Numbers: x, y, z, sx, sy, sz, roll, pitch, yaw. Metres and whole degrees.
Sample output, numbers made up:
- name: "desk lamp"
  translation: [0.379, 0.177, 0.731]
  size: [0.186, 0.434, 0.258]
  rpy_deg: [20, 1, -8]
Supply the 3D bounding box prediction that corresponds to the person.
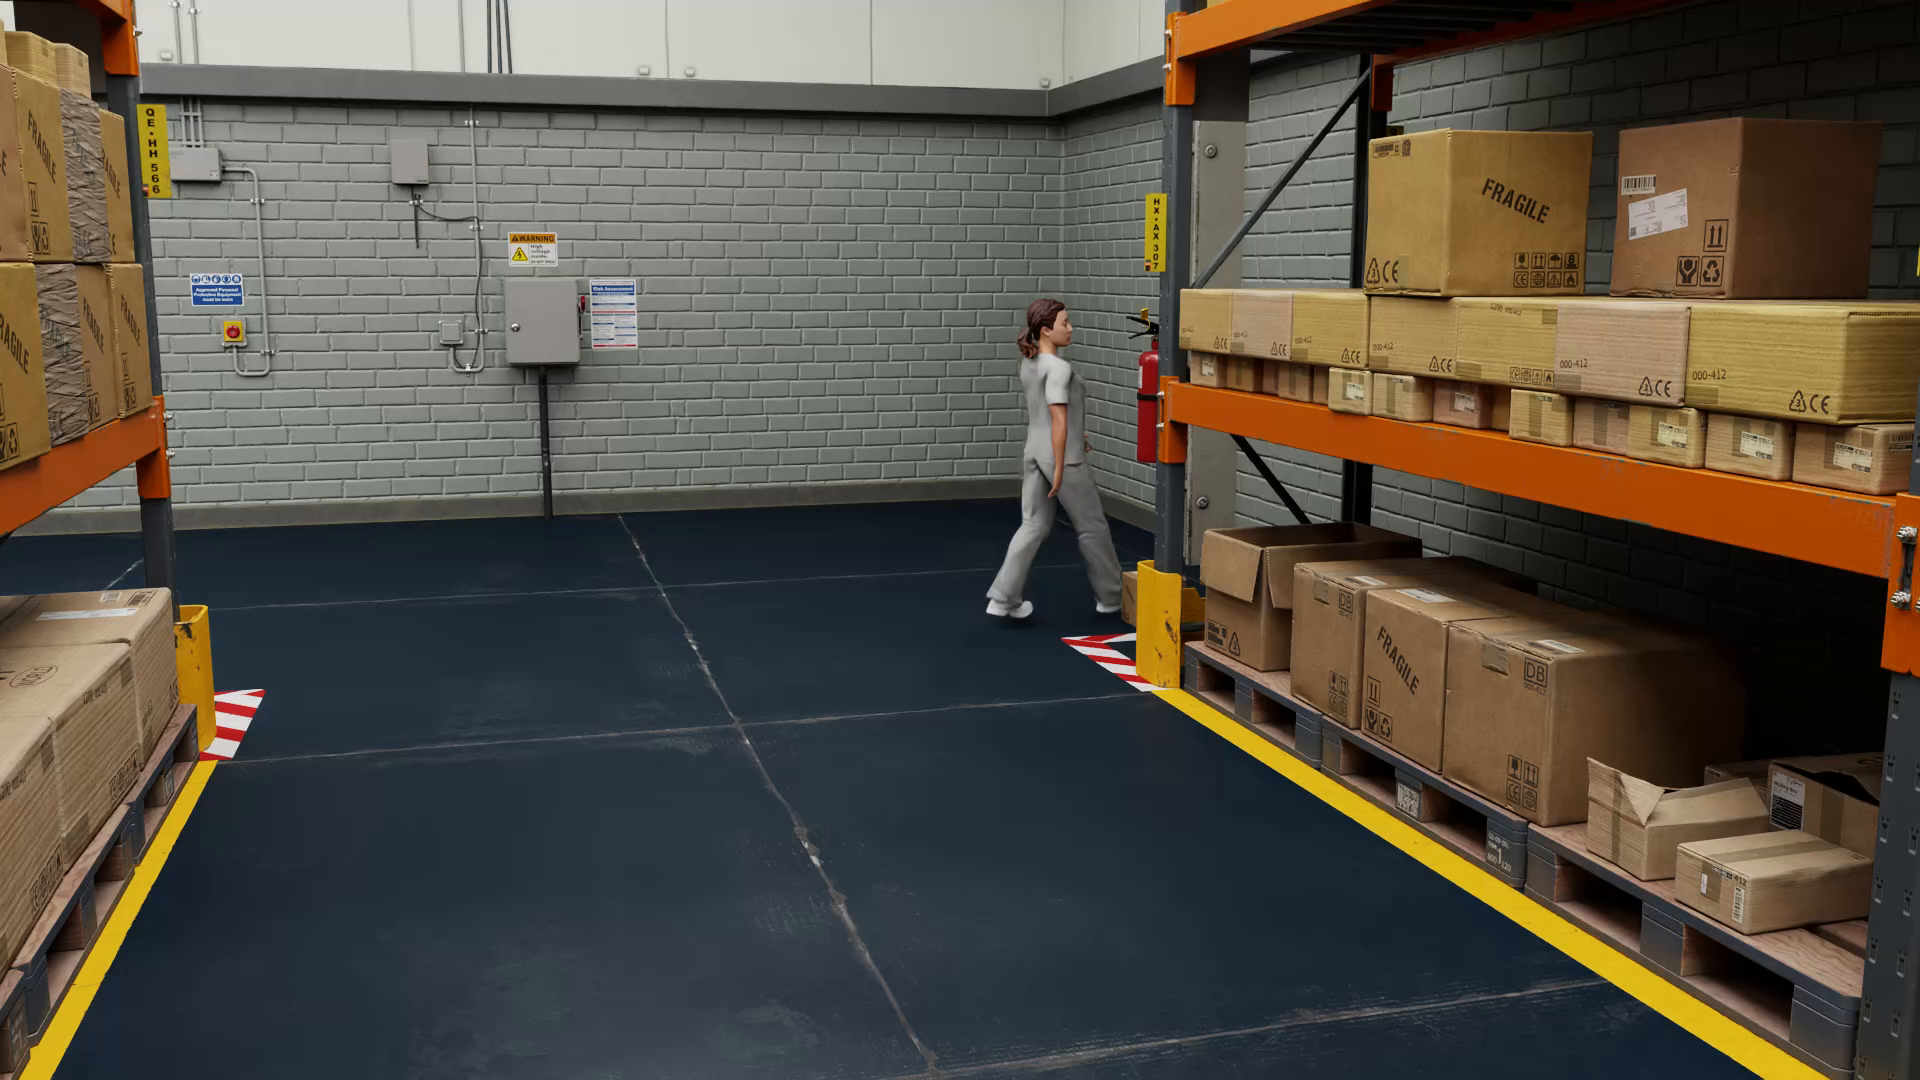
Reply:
- name: "person"
  translation: [0.554, -0.410, 8.428]
  size: [0.946, 1.617, 0.497]
  rpy_deg: [-5, 10, -27]
